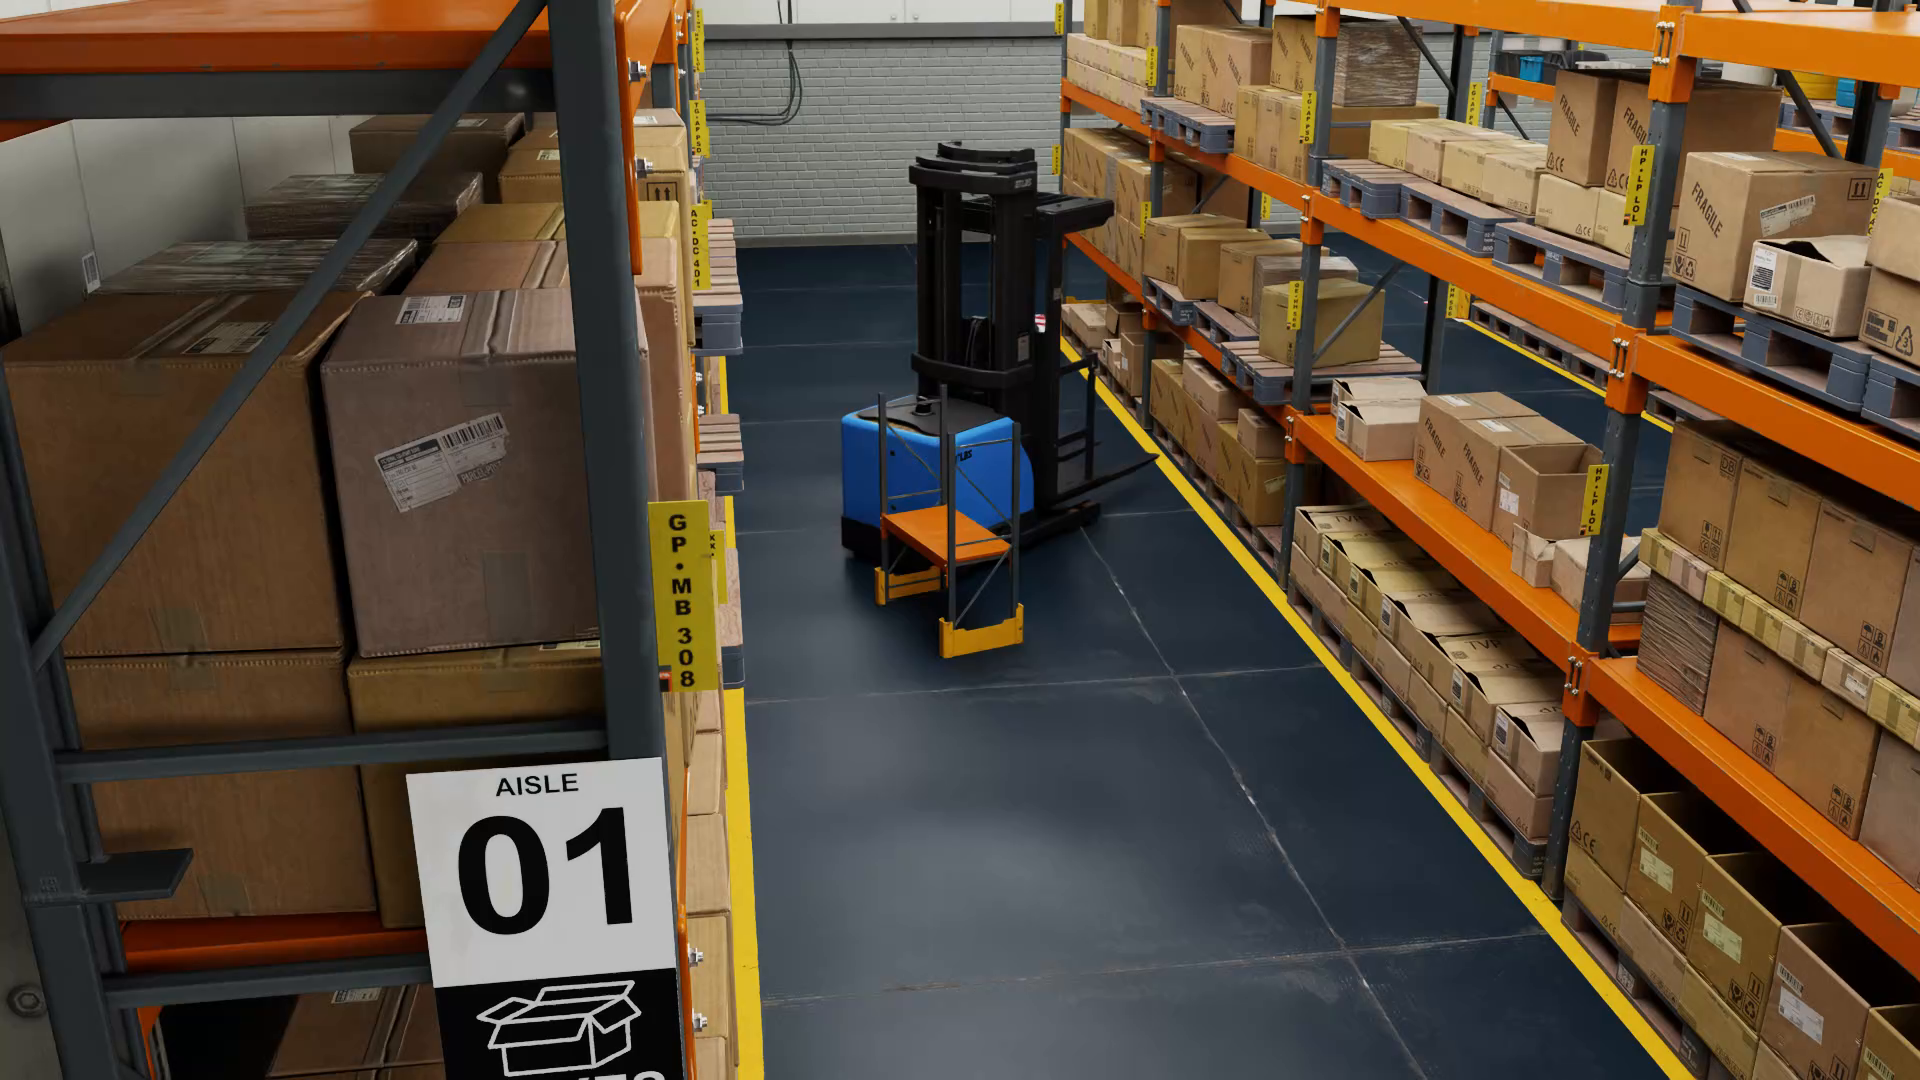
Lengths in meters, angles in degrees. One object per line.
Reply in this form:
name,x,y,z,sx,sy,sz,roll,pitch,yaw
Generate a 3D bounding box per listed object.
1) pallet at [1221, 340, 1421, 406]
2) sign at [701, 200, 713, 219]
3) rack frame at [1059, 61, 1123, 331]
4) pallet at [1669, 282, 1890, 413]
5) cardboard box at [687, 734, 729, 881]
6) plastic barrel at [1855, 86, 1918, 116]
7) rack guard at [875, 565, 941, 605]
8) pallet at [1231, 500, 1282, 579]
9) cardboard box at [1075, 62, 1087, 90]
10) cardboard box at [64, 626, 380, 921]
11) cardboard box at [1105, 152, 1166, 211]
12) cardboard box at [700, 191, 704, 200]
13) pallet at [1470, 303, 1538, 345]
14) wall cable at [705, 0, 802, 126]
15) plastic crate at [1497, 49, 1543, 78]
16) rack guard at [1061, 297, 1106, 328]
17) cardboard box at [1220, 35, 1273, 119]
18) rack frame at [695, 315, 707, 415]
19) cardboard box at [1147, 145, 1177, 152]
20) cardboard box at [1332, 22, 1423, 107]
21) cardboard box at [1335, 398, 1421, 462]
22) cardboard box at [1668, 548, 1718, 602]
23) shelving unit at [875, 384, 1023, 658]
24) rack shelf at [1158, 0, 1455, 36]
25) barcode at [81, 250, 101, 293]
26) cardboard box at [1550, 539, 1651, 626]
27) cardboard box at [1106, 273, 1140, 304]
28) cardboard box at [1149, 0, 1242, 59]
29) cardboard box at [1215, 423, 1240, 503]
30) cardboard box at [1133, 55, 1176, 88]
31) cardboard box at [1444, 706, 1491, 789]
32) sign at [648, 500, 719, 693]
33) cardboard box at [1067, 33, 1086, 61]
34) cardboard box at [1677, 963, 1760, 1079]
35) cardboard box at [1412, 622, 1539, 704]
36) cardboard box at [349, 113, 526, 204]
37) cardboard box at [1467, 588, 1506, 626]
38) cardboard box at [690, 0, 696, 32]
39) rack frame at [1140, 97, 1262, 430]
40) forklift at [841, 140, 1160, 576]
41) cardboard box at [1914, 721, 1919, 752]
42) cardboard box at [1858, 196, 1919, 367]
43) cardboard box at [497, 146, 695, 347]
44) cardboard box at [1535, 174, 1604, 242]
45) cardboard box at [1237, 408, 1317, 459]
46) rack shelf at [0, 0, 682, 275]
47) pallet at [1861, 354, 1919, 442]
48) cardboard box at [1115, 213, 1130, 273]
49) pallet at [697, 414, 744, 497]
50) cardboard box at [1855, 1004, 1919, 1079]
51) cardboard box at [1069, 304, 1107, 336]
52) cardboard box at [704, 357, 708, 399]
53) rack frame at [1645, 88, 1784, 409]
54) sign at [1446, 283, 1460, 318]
pallet,2.602,-1.227,11.990,1.213,0.211,1.003,-3,21,-8
sign,-2.174,-2.756,14.266,0.100,0.325,0.005,-3,21,-8
rack frame,1.616,-3.856,18.753,1.000,3.000,0.127,-3,21,-8
pallet,3.494,-0.771,6.333,1.003,0.211,1.213,-3,21,-8
cardboard box,-0.967,0.935,5.040,0.500,0.500,0.500,-2,21,-6
plastic barrel,7.266,-3.606,13.004,0.433,0.535,0.433,0,20,0
rack guard,-0.315,0.277,11.618,0.587,0.250,0.087,-10,23,-25
pallet,2.699,-0.040,12.522,1.003,0.211,1.213,-3,21,-8
cardboard box,1.497,-4.826,17.279,0.500,0.250,0.500,-3,21,-8
cardboard box,-1.290,0.342,3.055,0.500,0.500,0.500,-1,21,-4
cardboard box,1.714,-3.500,16.228,0.500,0.500,0.500,-3,21,-7
cardboard box,-2.986,-3.054,16.176,0.980,0.700,0.700,-4,21,-10
pallet,6.598,-2.511,19.137,1.003,0.211,1.213,-3,21,-8
wall cable,-3.748,-6.937,22.866,3.097,2.526,0.112,-3,21,-8
plastic crate,6.297,-5.301,18.522,0.497,0.269,0.590,-3,21,-8
rack guard,1.626,-2.659,19.120,1.175,0.500,0.348,-3,21,-8
cardboard box,2.387,-3.527,12.699,0.600,0.600,0.600,-4,21,-10
rack frame,-2.133,-0.835,10.665,1.000,3.000,0.127,-3,21,-8
cardboard box,2.179,-3.699,16.761,0.500,0.500,0.500,-2,21,-6
cardboard box,2.712,-3.158,11.025,0.500,0.500,0.500,-3,21,-8
cardboard box,2.706,-0.725,10.497,0.500,0.311,0.500,-3,21,-8
cardboard box,3.229,0.138,6.990,0.380,0.149,0.250,-3,21,-7
shelving unit,-0.087,-0.154,10.984,0.587,1.500,1.083,-10,23,-25
rack shelf,2.480,-4.065,12.337,1.077,0.370,4.000,-3,21,-8
barcode,-1.577,-0.487,3.017,0.001,0.075,0.075,-3,21,-8
cardboard box,3.231,0.201,8.106,0.500,0.250,0.500,-2,21,-4
cardboard box,1.938,-2.715,18.643,0.500,0.500,0.500,-3,21,-8
cardboard box,2.084,-4.558,14.773,0.700,0.500,0.500,-3,21,-8
cardboard box,2.327,-0.612,13.013,0.500,0.500,0.500,-4,21,-10
cardboard box,1.853,-4.195,14.873,0.500,0.250,0.500,-3,21,-8
cardboard box,2.928,1.086,8.851,0.500,0.250,0.500,-3,21,-9
sign,-0.443,0.093,2.644,0.100,0.325,0.005,-3,21,-8
cardboard box,1.432,-5.234,17.656,0.500,0.250,0.500,-3,21,-8
cardboard box,3.246,1.913,6.637,0.500,0.250,0.500,-3,21,-8
cardboard box,2.853,0.649,9.220,0.500,0.311,0.500,-3,21,-8
cardboard box,-1.768,-1.196,5.743,0.500,0.500,0.500,-2,21,-7
cardboard box,3.309,0.440,9.780,0.500,0.311,0.500,-2,21,-6
cardboard box,-2.535,-4.411,14.351,0.500,0.500,0.500,-3,21,-8
rack frame,2.192,-2.471,15.045,1.000,3.000,0.127,-3,21,-8
forklift,0.456,-1.554,12.688,1.130,2.935,3.031,17,26,37
cardboard box,3.453,0.673,5.556,0.380,0.149,0.250,-3,21,-8
cardboard box,3.458,-0.841,5.445,0.797,0.503,0.637,-1,20,-2
cardboard box,-1.040,-0.851,4.819,0.500,0.500,0.500,-4,21,-10
cardboard box,3.184,-1.637,8.138,0.500,0.250,0.500,-5,21,-13
cardboard box,2.389,-0.804,12.453,0.500,0.250,0.500,-2,21,-6
rack shelf,-1.268,-1.229,4.179,1.077,0.370,4.000,-3,21,-8
pallet,3.667,-0.349,5.204,1.003,0.211,1.213,-3,21,-8
cardboard box,1.791,-2.856,15.934,0.500,0.500,0.500,-2,21,-6
pallet,-1.925,-0.504,10.052,1.213,0.211,1.003,-3,21,-8
cardboard box,3.392,1.908,5.579,0.500,0.500,0.500,-3,21,-8
cardboard box,1.485,-2.398,18.151,0.500,0.250,0.500,-3,21,-8
cardboard box,-1.949,-1.212,11.076,0.500,0.500,0.500,-2,21,-6
rack frame,7.094,-2.720,15.711,1.000,3.000,0.127,-3,21,-8
sign,3.318,-1.658,11.213,0.100,0.325,0.005,-3,21,-8
